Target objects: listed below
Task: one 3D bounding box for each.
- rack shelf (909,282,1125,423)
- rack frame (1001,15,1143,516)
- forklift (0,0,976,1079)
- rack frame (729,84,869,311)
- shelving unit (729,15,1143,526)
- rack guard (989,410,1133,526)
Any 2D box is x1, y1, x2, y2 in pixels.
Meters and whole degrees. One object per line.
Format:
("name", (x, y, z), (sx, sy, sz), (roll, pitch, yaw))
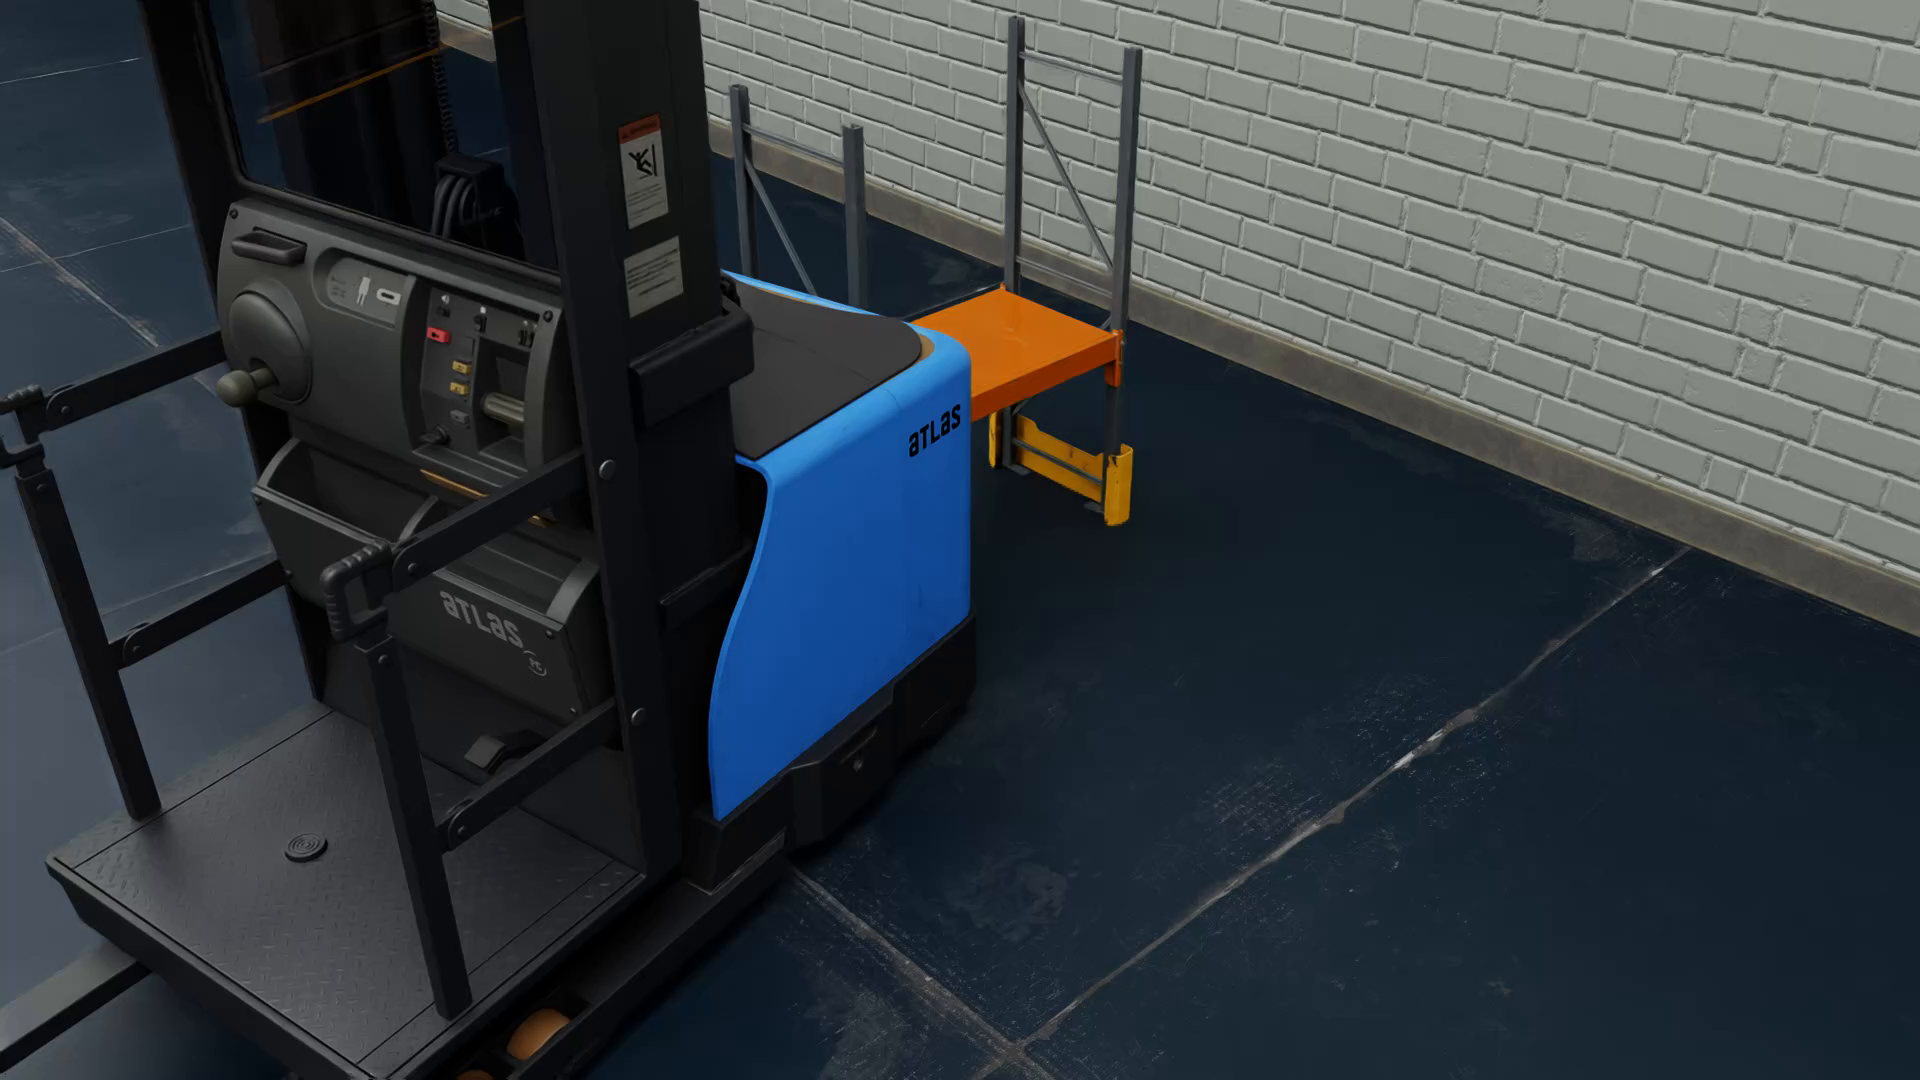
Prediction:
("rack shelf", (-0.046, -0.472, 4.929), (1.000, 0.185, 0.538), (-26, 40, -36))
("rack frame", (0.323, -0.808, 5.134), (0.032, 1.500, 0.500), (-26, 40, -36))
("forklift", (-1.205, -0.323, 2.969), (1.130, 2.935, 3.031), (20, 37, 29))
("rack frame", (-0.415, -0.443, 4.537), (0.032, 1.500, 0.500), (-26, 40, -36))
("shelving unit", (-0.039, -0.629, 4.841), (1.083, 1.500, 0.587), (-26, 40, -36))
("rack guard", (0.322, -0.274, 5.459), (0.087, 0.250, 0.587), (-26, 40, -36))
